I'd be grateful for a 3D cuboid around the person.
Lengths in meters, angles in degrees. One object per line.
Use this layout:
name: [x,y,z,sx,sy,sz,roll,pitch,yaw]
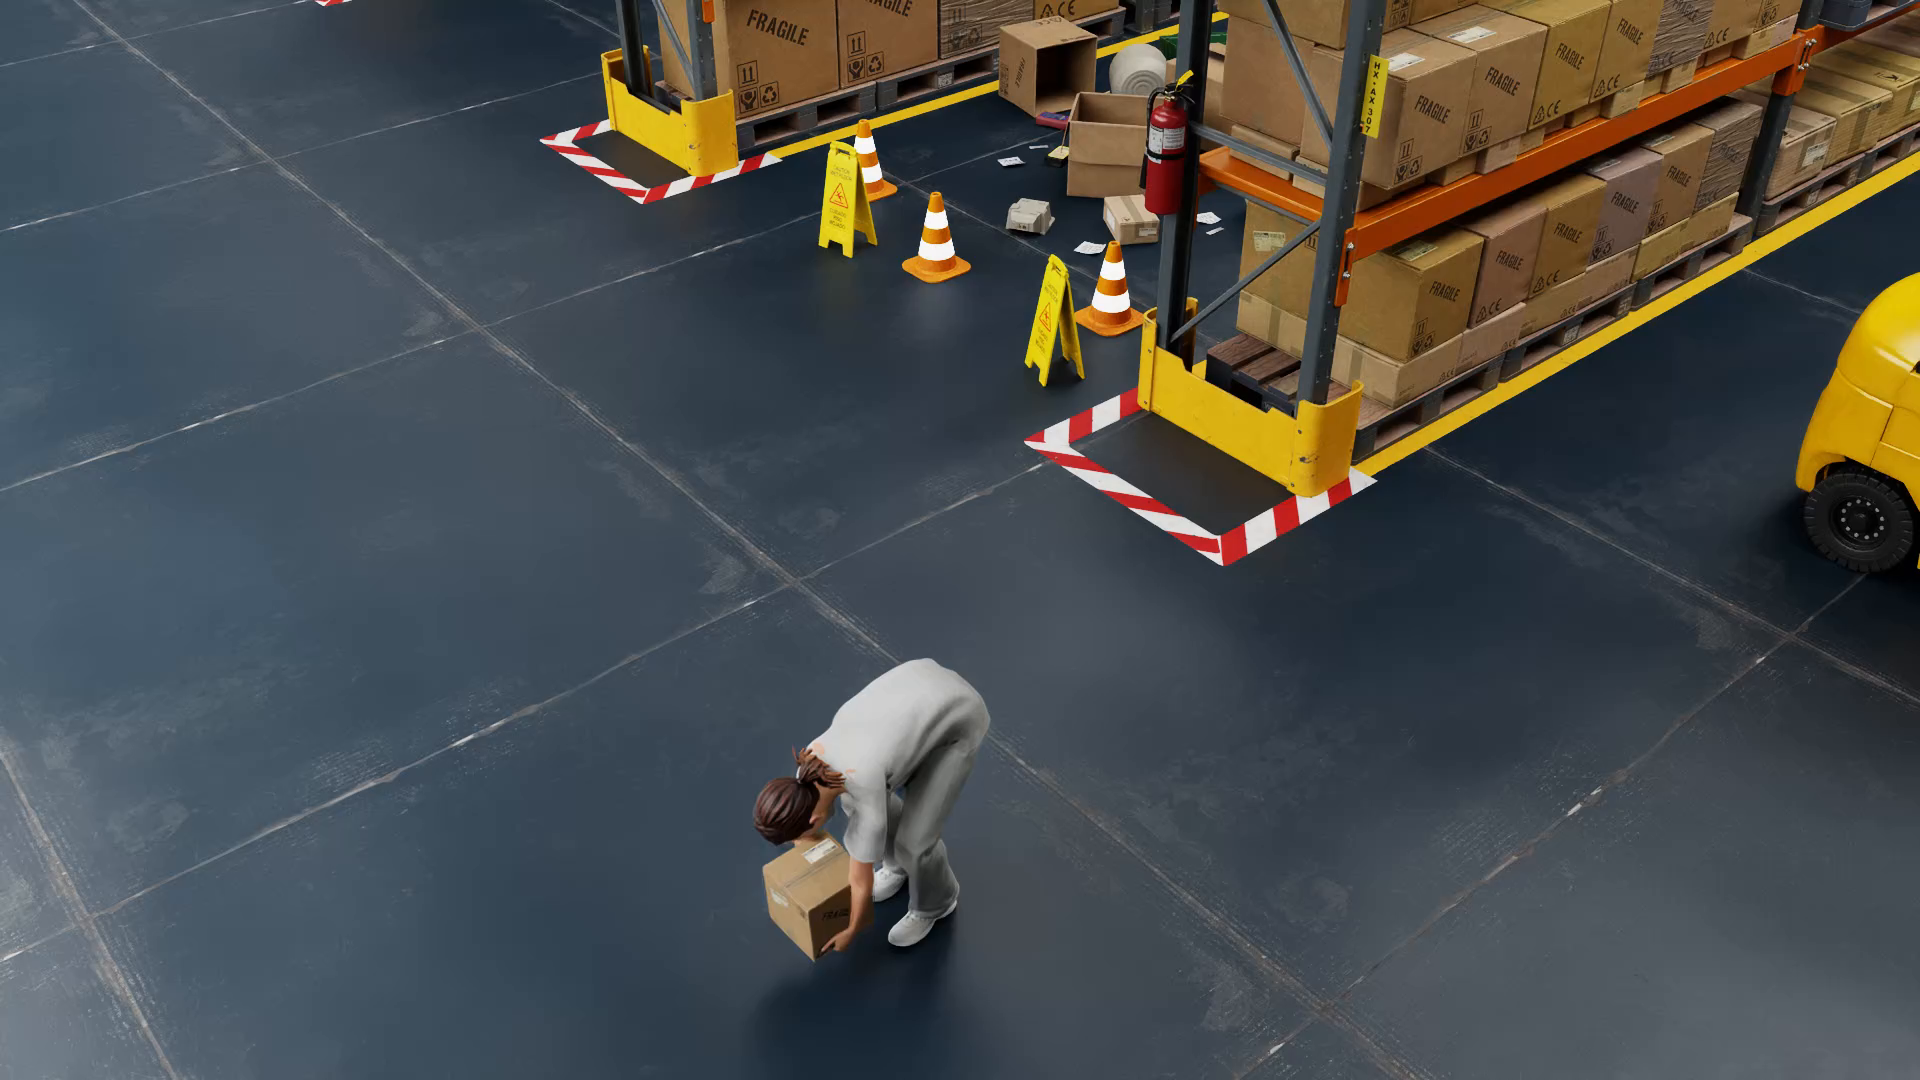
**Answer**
person: [-0.292,0.932,5.443,0.866,0.998,0.432,-28,45,-33]
